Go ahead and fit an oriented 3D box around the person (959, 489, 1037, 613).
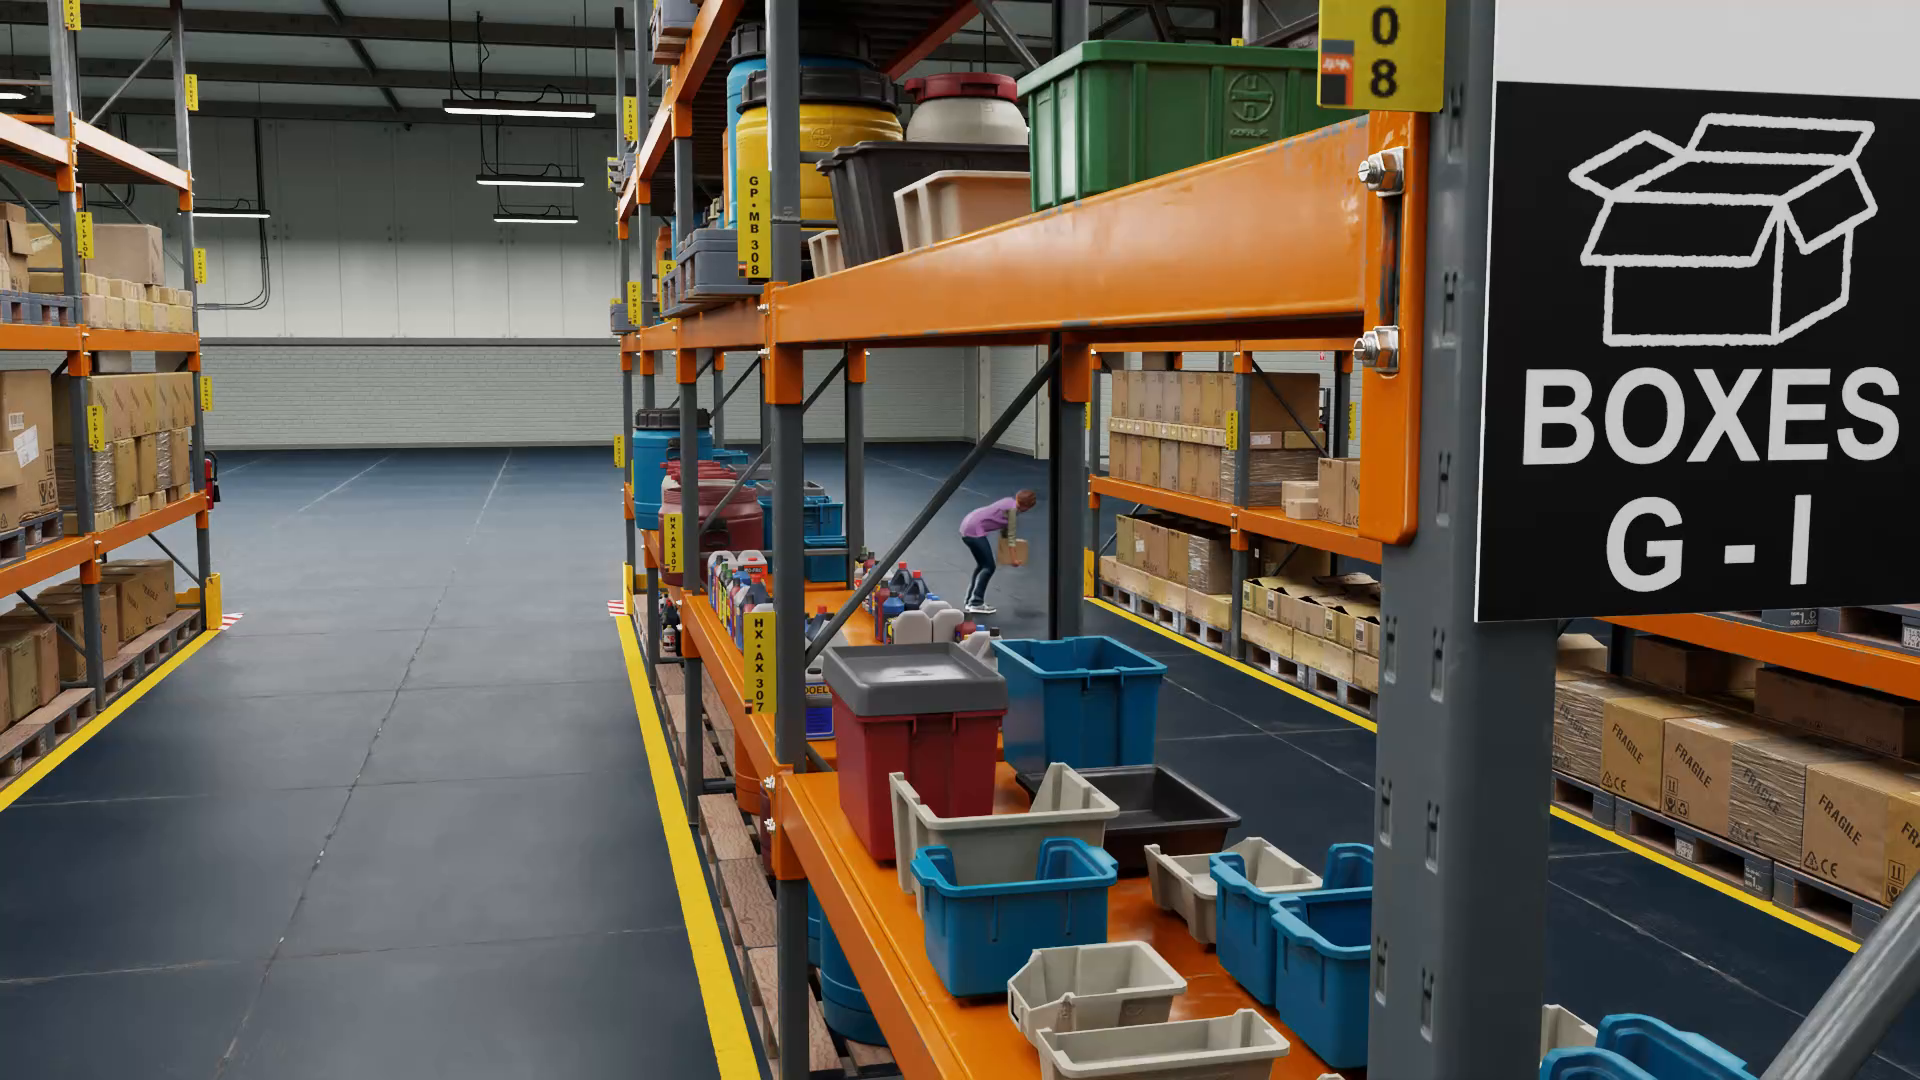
[{"bbox_3d":[0.394,0.114,16.988,0.810,1.240,0.380,-2,7,-15],"label":"person"}]
